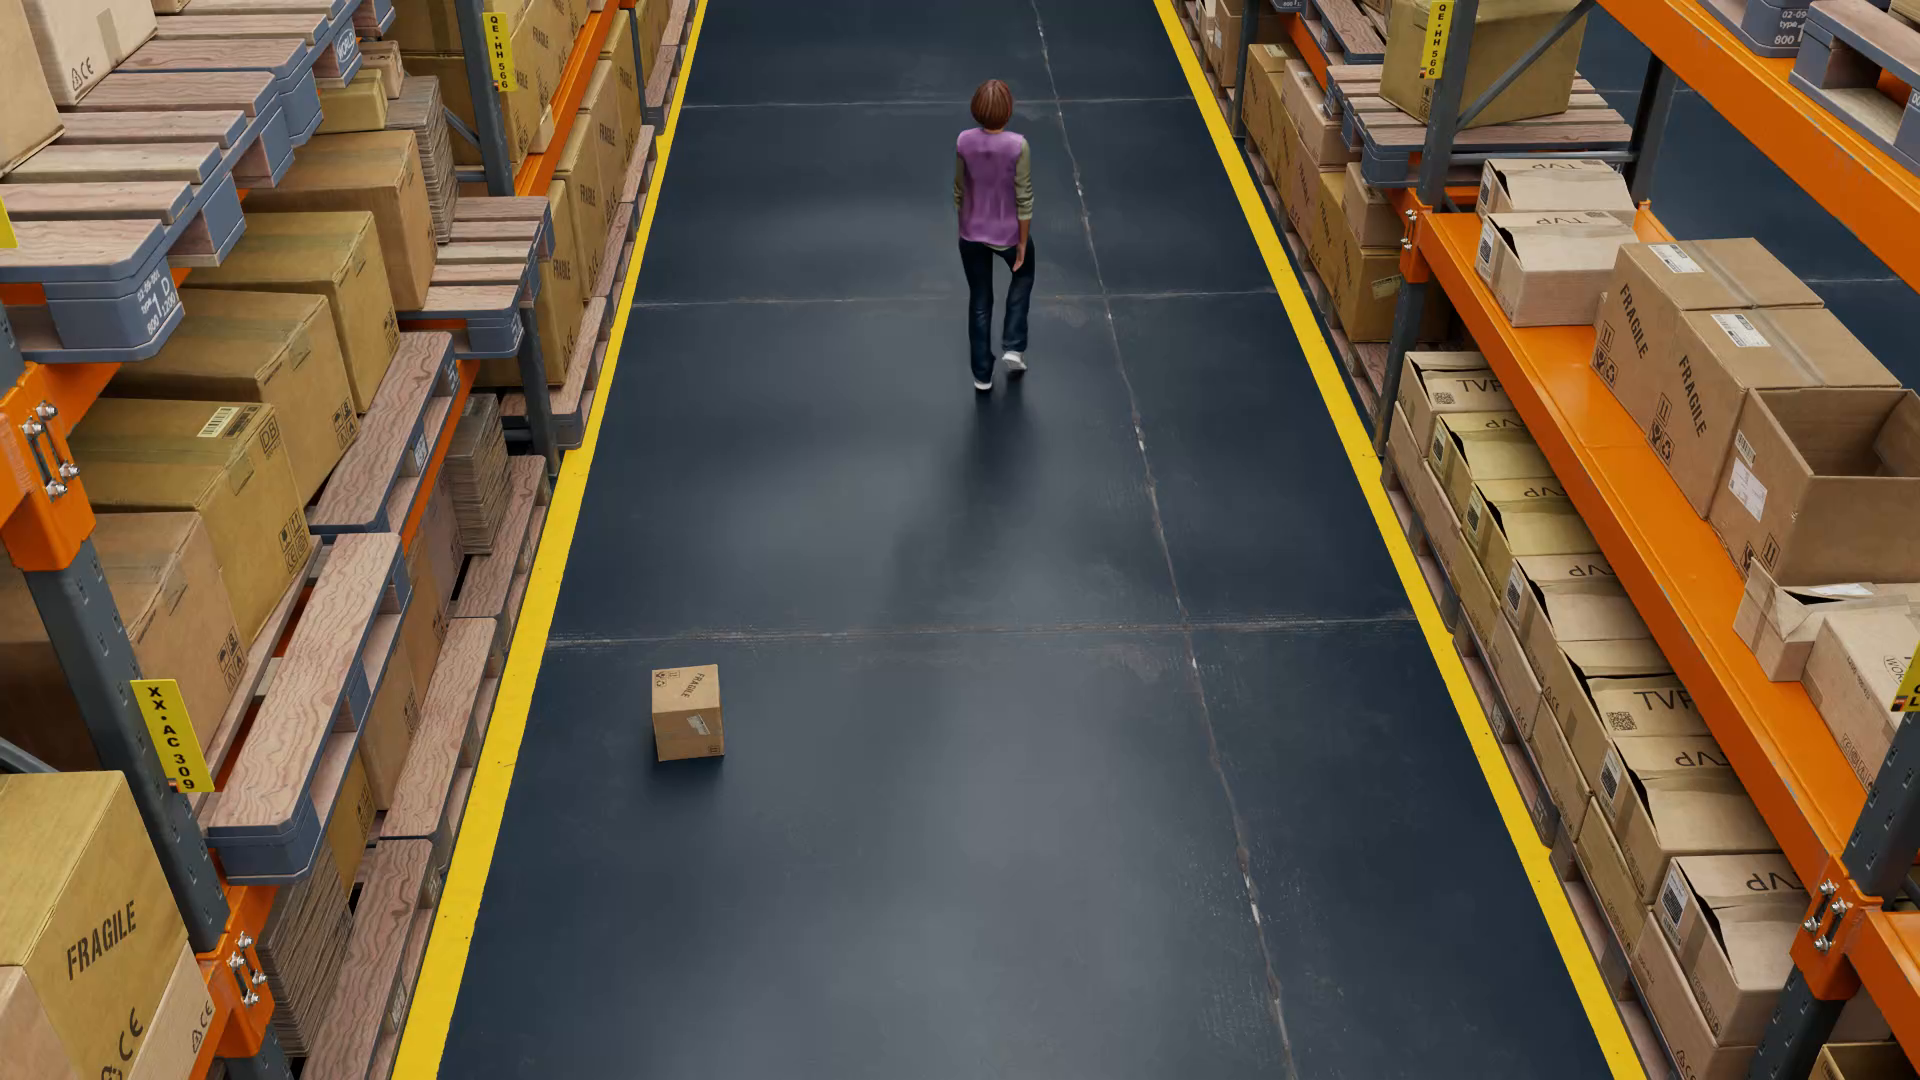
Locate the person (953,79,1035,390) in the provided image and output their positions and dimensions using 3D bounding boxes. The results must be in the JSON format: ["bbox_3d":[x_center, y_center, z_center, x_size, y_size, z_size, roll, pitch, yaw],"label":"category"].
[{"bbox_3d":[0.168,-1.496,8.233,0.416,1.627,0.465,7,36,9],"label":"person"}]
